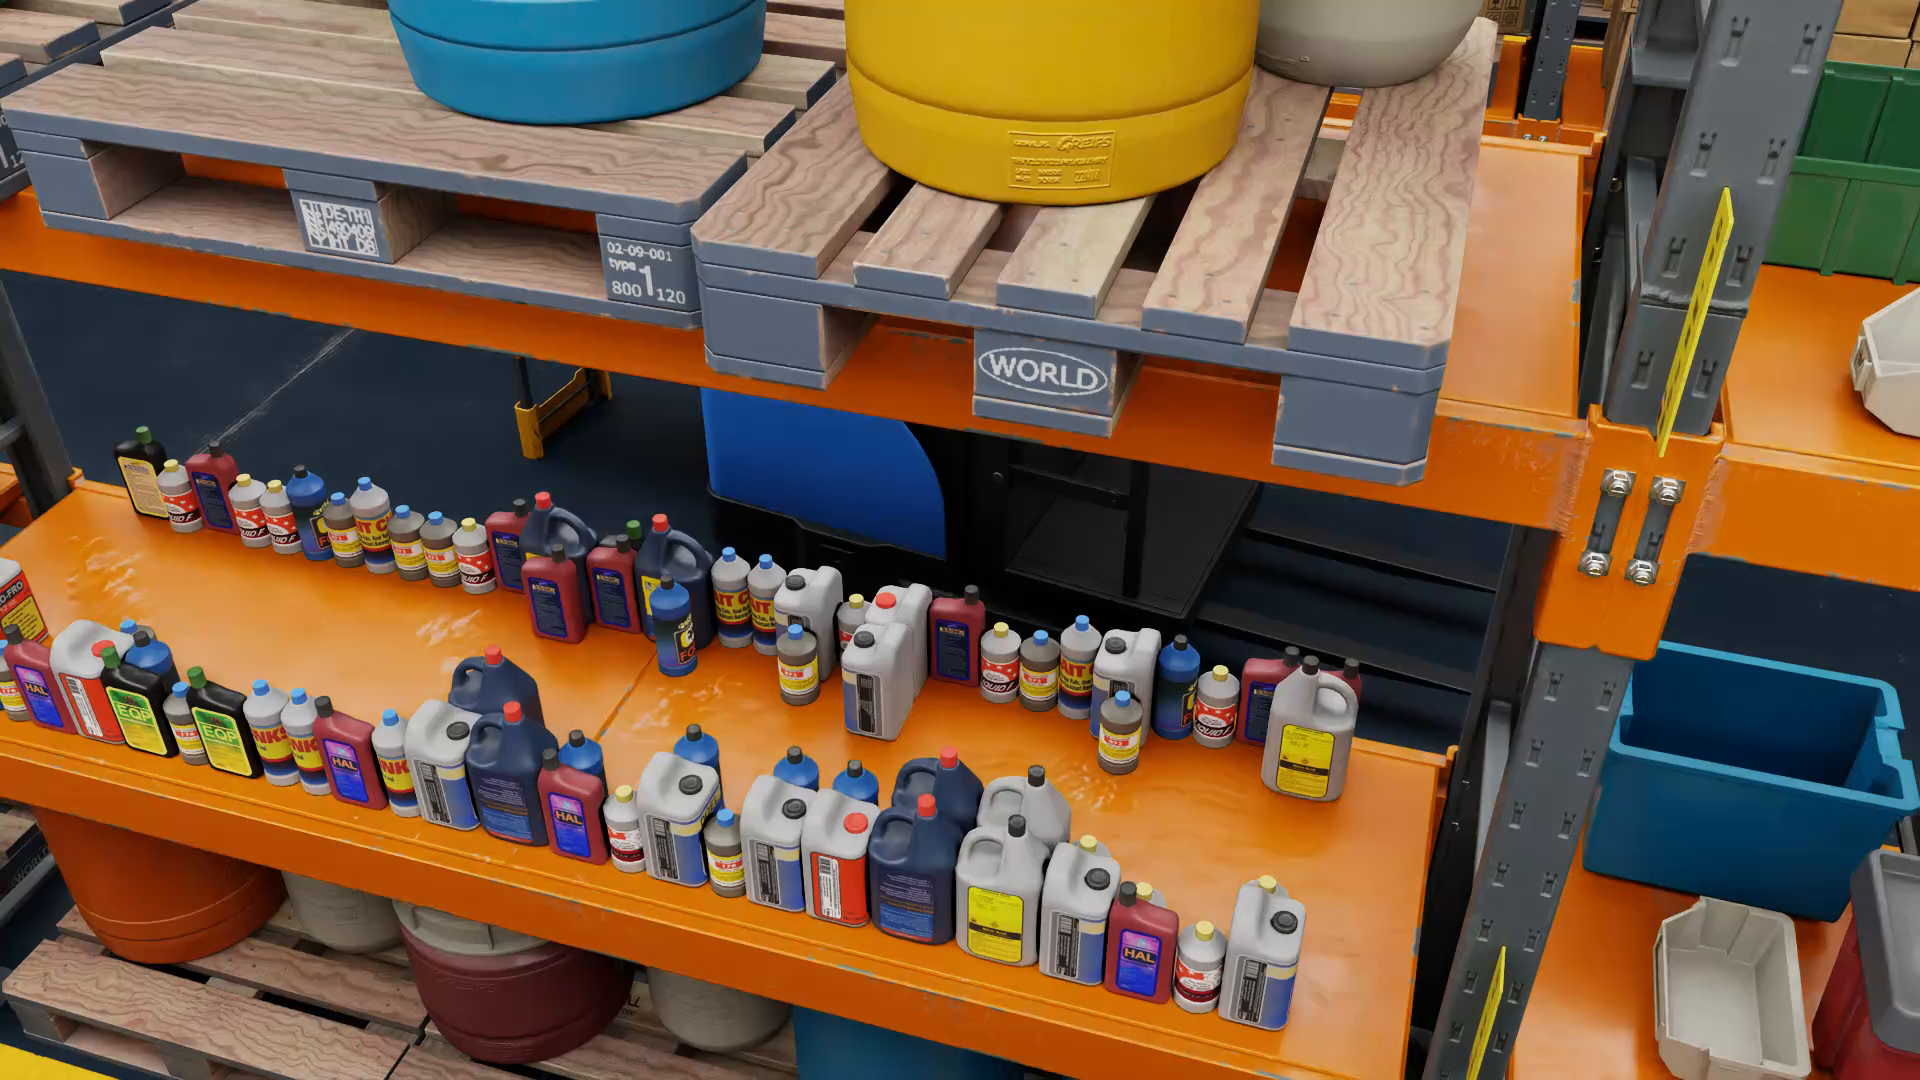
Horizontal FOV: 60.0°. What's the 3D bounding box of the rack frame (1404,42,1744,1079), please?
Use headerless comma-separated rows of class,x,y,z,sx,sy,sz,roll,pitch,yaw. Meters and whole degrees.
rack frame,1.063,0.639,3.351,0.127,3.000,1.000,10,38,14

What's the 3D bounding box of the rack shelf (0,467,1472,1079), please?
rack shelf,-0.846,0.575,4.045,4.000,0.370,1.077,10,38,14

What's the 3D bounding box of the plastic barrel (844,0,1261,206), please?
plastic barrel,0.132,-0.860,2.345,0.600,0.588,0.600,0,36,0

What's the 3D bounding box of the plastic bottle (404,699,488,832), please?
plastic bottle,-1.114,0.487,3.663,0.135,0.276,0.152,10,38,14

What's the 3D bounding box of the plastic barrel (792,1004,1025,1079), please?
plastic barrel,-0.127,1.084,4.162,0.708,0.901,0.600,10,38,14

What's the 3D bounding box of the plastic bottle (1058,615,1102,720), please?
plastic bottle,0.283,0.293,3.930,0.097,0.271,0.097,0,36,0

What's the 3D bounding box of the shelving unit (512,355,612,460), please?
shelving unit,-1.297,-0.995,6.837,1.083,1.500,0.587,15,39,19

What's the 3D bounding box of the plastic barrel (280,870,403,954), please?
plastic barrel,-1.717,0.891,4.753,0.421,0.512,0.421,0,36,0

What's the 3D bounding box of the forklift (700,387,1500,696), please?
forklift,0.568,-1.026,5.671,3.031,2.935,1.130,15,39,20

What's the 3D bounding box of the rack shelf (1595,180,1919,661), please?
rack shelf,2.972,0.074,2.195,4.000,0.370,1.077,10,38,14

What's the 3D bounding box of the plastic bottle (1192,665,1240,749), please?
plastic bottle,0.598,0.379,3.872,0.097,0.201,0.097,0,36,0

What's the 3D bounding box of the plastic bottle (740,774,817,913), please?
plastic bottle,-0.368,0.625,3.475,0.135,0.276,0.152,10,38,14

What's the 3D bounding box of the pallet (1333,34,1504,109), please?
pallet,1.814,-2.288,7.491,1.213,0.211,1.003,10,38,14

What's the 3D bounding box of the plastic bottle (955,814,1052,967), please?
plastic bottle,0.088,0.682,3.335,0.185,0.351,0.144,10,38,14

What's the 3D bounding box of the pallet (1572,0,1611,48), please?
pallet,4.720,-3.665,11.551,1.213,0.211,1.003,10,38,14

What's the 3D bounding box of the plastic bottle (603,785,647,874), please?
plastic bottle,-0.708,0.609,3.560,0.097,0.201,0.097,0,36,0

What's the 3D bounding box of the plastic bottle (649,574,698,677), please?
plastic bottle,-0.701,0.200,4.056,0.097,0.271,0.097,0,36,0

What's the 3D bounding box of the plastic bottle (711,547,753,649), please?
plastic bottle,-0.565,0.136,4.144,0.097,0.271,0.097,0,36,0

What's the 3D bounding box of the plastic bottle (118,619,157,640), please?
plastic bottle,-1.977,0.279,4.007,0.097,0.201,0.097,0,36,0

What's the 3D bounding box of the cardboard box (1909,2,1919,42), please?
cardboard box,3.893,-2.181,6.255,0.500,0.500,0.500,9,37,13

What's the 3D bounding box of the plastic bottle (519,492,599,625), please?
plastic bottle,-1.011,0.036,4.212,0.185,0.351,0.144,10,38,14

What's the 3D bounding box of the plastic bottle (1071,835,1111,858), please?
plastic bottle,0.262,0.694,3.444,0.097,0.201,0.097,0,36,0

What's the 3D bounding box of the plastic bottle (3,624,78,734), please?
plastic bottle,-2.138,0.322,3.880,0.133,0.283,0.061,10,38,14

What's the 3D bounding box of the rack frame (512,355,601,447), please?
rack frame,-1.768,-1.122,7.009,0.032,1.500,0.500,15,39,19

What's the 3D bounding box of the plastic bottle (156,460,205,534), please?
plastic bottle,-2.137,-0.127,4.560,0.097,0.201,0.097,0,36,0

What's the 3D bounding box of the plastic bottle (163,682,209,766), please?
plastic bottle,-1.767,0.413,3.826,0.097,0.201,0.097,0,36,0

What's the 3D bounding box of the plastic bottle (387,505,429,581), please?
plastic bottle,-1.452,0.000,4.387,0.097,0.201,0.097,0,36,0

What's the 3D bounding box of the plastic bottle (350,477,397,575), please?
plastic bottle,-1.545,-0.046,4.390,0.097,0.271,0.097,0,36,0

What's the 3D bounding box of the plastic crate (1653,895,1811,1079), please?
plastic crate,1.465,0.884,3.190,0.243,0.136,0.396,10,38,14

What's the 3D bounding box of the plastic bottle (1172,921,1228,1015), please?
plastic bottle,0.472,0.827,3.263,0.097,0.201,0.097,0,36,0

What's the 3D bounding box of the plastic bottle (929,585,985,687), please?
plastic bottle,-0.007,0.223,4.015,0.133,0.283,0.061,10,38,14

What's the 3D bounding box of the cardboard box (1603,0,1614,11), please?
cardboard box,4.701,-3.938,11.325,0.500,0.500,0.700,11,38,14

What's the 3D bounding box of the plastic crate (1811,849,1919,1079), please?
plastic crate,1.841,0.889,2.907,0.583,0.464,0.402,10,38,14

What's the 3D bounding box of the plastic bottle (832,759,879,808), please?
plastic bottle,-0.220,0.577,3.545,0.097,0.271,0.097,0,36,0

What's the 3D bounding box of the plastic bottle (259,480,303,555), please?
plastic bottle,-1.823,-0.069,4.481,0.097,0.201,0.097,0,36,0

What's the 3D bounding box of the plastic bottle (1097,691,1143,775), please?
plastic bottle,0.366,0.431,3.802,0.097,0.201,0.097,0,36,0

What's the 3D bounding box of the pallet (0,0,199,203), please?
pallet,-2.054,-1.009,3.220,1.213,0.211,1.003,10,38,14

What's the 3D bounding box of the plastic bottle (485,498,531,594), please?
plastic bottle,-1.150,0.011,4.303,0.133,0.283,0.061,10,38,14

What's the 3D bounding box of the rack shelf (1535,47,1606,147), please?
rack shelf,4.453,-1.520,6.891,4.000,0.370,1.077,10,38,14

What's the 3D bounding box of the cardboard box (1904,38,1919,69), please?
cardboard box,3.916,-1.780,6.554,0.500,0.500,0.500,10,38,14

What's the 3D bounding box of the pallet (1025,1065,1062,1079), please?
pallet,0.339,1.602,4.395,1.213,0.211,1.003,10,38,14

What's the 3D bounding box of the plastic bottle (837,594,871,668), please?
plastic bottle,-0.251,0.222,4.085,0.097,0.201,0.097,0,36,0

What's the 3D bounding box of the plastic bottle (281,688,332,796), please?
plastic bottle,-1.453,0.443,3.727,0.097,0.271,0.097,0,36,0

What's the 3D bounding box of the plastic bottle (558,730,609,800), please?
plastic bottle,-0.817,0.523,3.618,0.097,0.271,0.097,0,36,0
